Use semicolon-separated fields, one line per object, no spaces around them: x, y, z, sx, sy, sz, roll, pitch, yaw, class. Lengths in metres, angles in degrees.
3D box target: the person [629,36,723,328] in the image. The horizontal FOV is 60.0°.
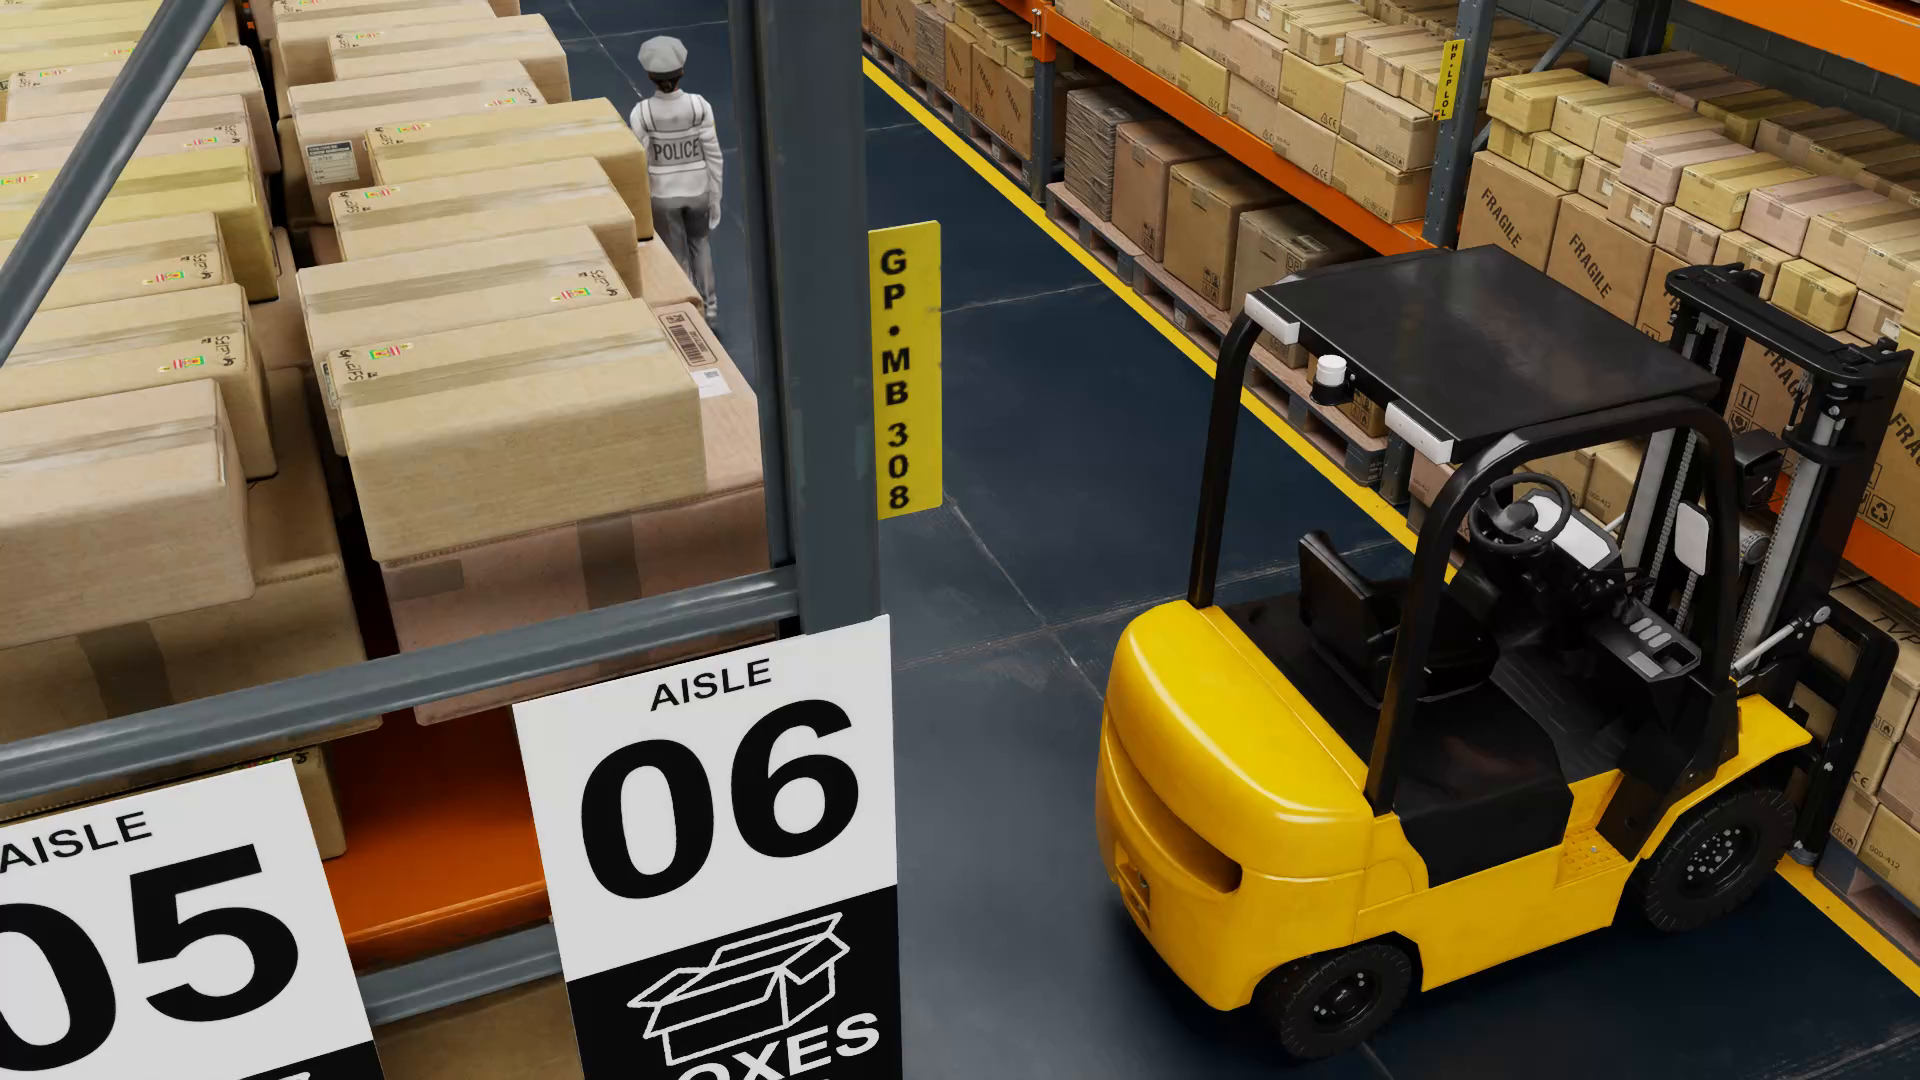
-1.514;-1.813;8.845;0.482;1.739;0.469;-14;36;-20;person
